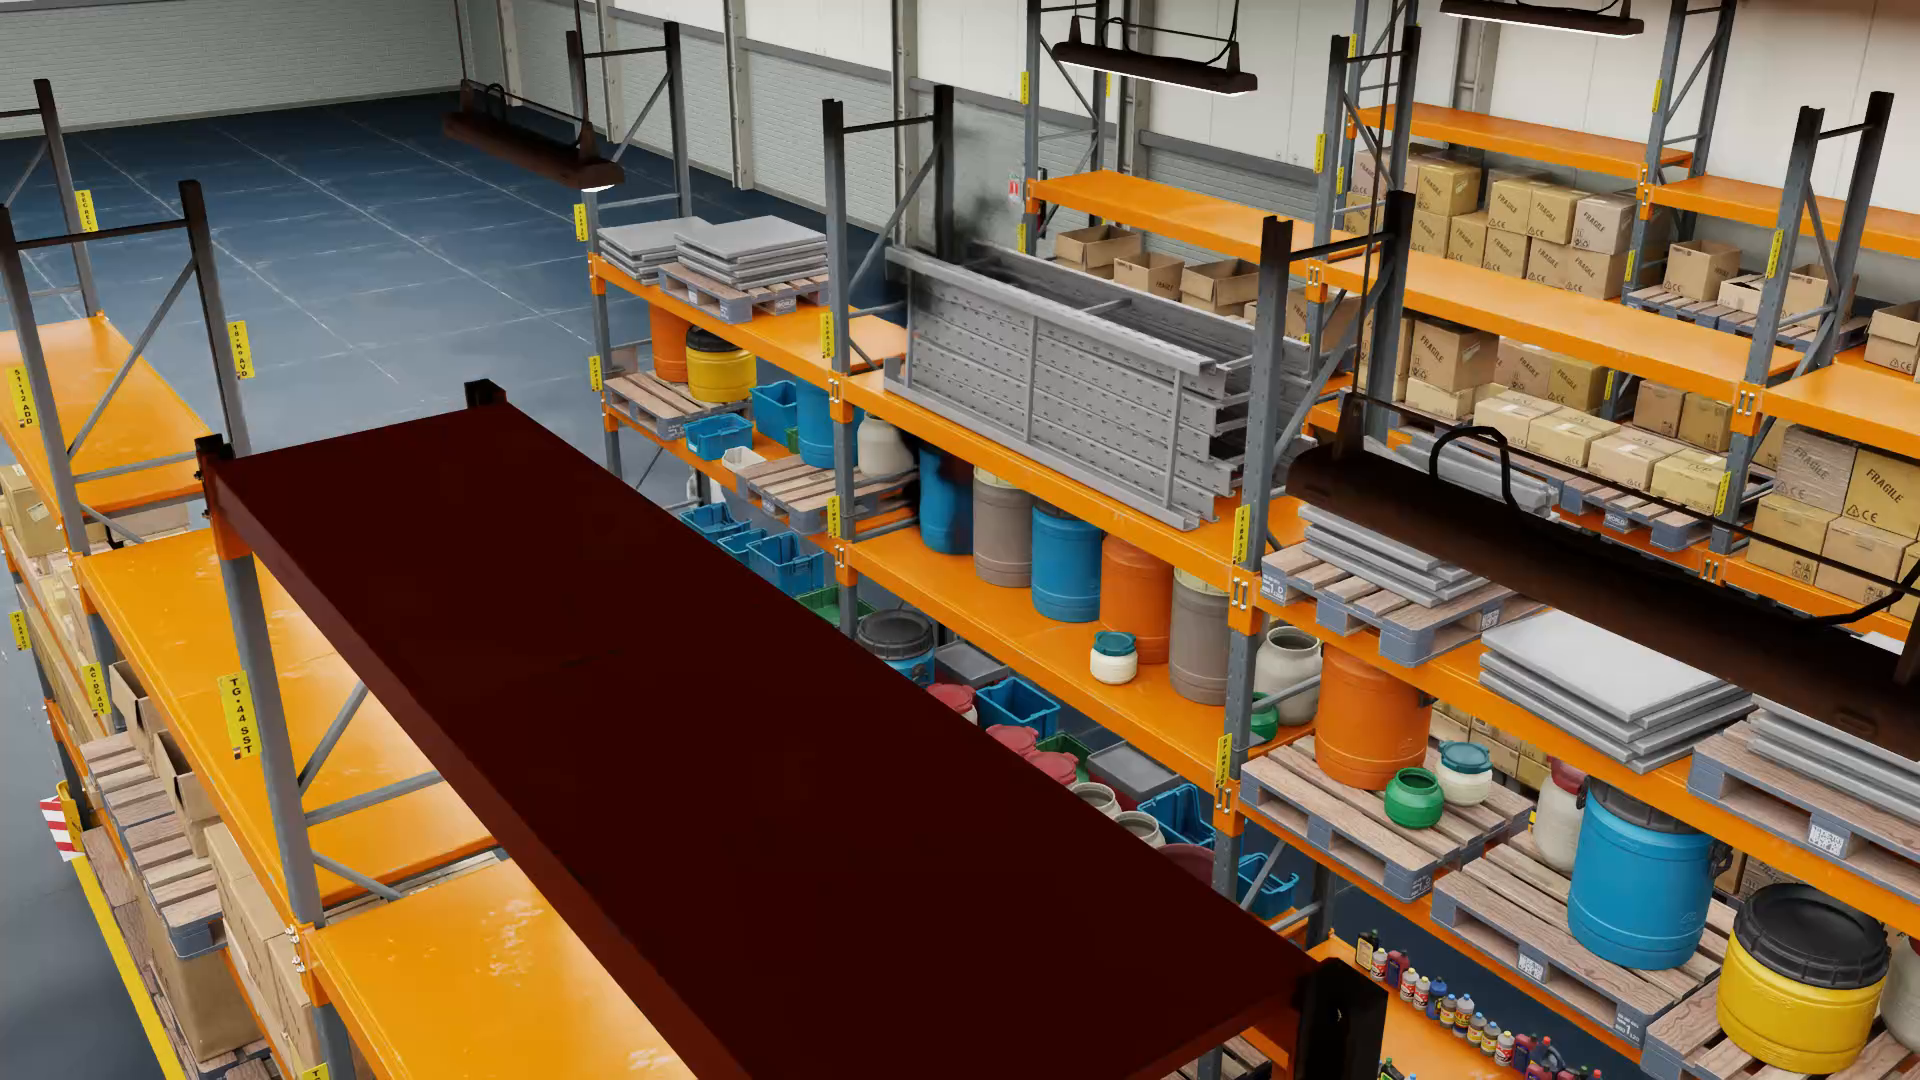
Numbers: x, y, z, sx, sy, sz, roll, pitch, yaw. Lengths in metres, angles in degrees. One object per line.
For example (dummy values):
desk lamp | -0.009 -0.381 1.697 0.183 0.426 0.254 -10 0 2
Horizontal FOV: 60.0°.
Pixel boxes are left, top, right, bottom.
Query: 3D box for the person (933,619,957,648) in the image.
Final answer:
person | -0.047 0.610 15.010 0.575 1.646 0.736 -18 30 -34

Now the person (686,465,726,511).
person | -2.678 -0.284 17.558 0.821 1.715 0.712 7 26 15
